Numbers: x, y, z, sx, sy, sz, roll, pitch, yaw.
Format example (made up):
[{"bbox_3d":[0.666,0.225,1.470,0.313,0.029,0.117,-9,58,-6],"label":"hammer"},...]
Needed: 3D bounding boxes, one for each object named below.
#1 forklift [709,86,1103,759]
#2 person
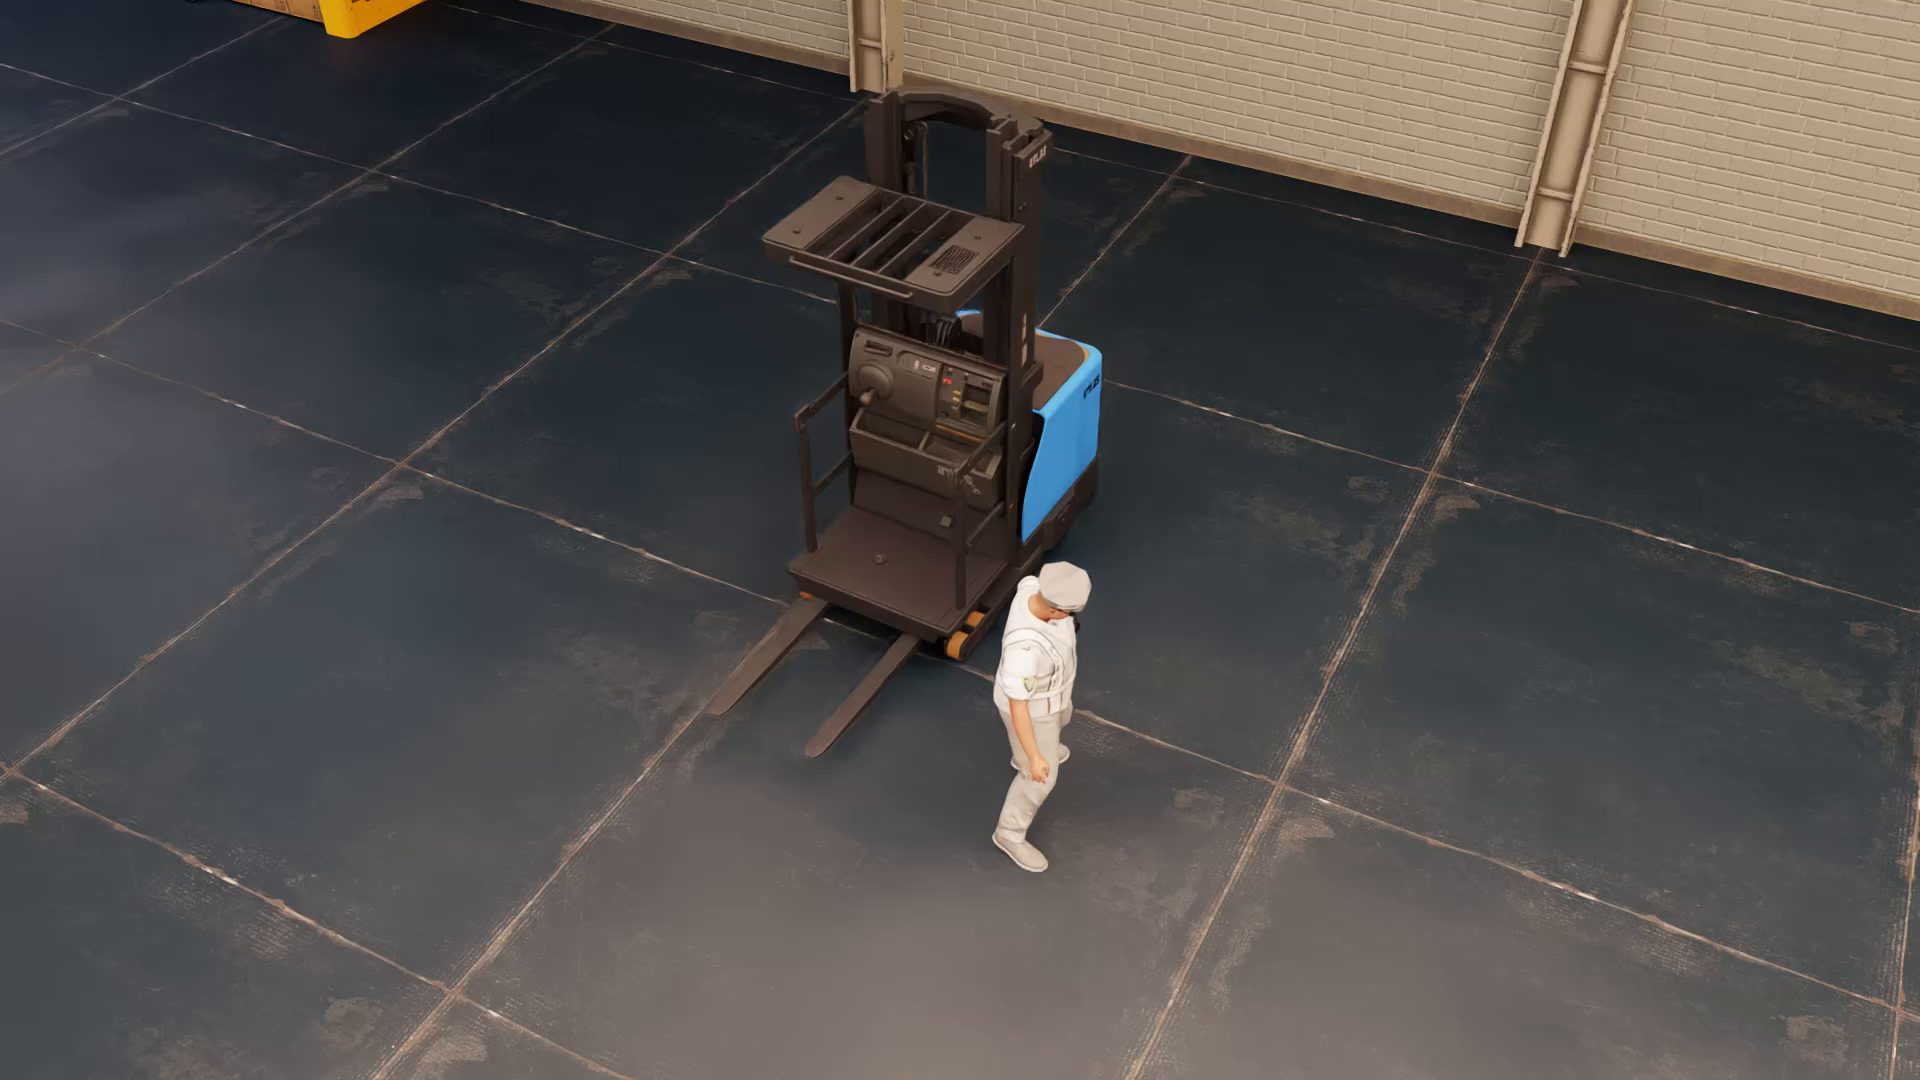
[{"bbox_3d":[-0.297,-0.777,8.909,1.130,2.935,3.031,20,44,22],"label":"forklift"},{"bbox_3d":[0.385,0.757,8.054,0.440,1.710,0.925,8,41,9],"label":"person"}]
